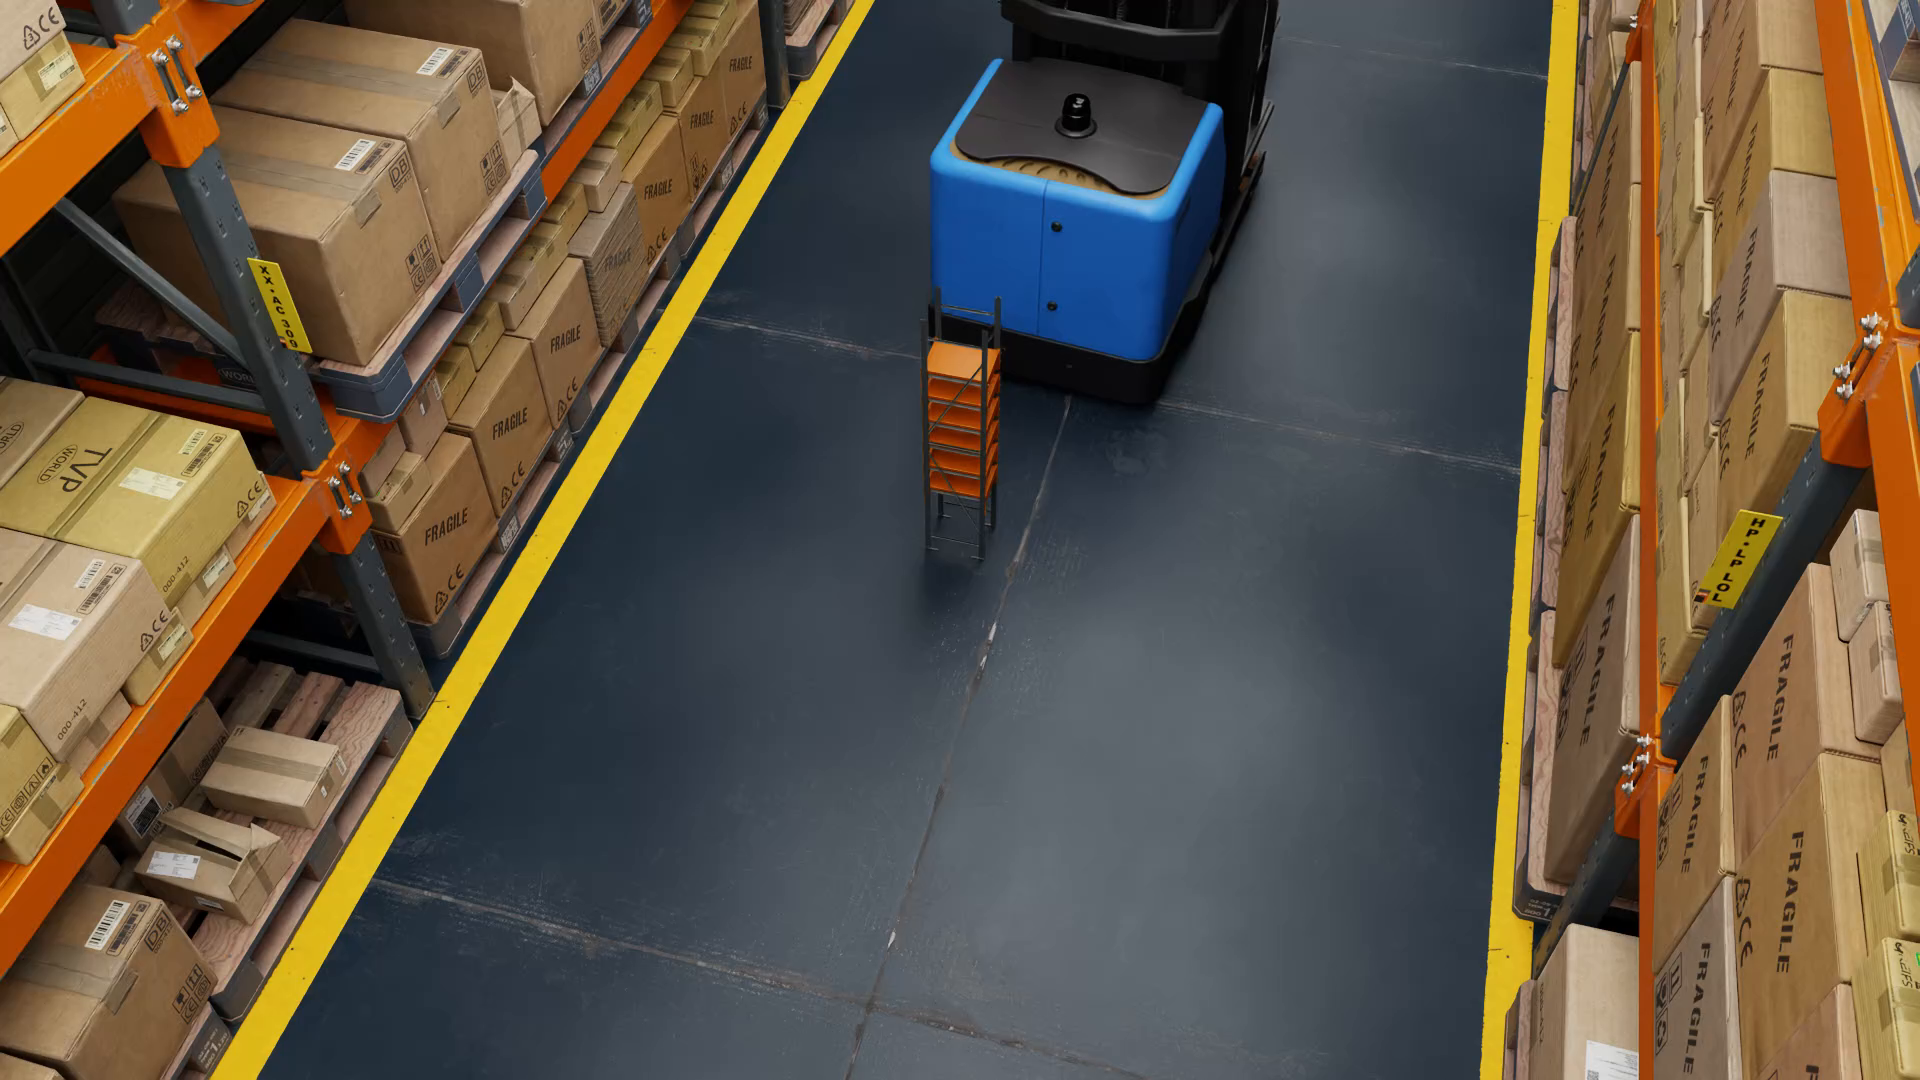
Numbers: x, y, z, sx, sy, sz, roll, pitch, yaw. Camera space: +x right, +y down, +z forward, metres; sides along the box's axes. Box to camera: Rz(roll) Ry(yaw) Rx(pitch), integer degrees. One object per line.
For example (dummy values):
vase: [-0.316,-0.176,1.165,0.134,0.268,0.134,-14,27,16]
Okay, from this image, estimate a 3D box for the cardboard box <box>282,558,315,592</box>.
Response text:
cardboard box: [-2.593,-0.196,6.228,0.500,0.500,0.500,11,50,10]

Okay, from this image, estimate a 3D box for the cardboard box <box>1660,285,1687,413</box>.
cardboard box: [2.514,-0.548,5.252,0.500,0.250,0.500,10,49,9]

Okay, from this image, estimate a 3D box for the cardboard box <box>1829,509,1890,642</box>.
cardboard box: [2.020,0.105,3.410,0.380,0.149,0.250,11,49,9]

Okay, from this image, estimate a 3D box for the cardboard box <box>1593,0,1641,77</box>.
cardboard box: [3.751,-2.599,8.434,0.950,0.372,0.625,11,49,9]

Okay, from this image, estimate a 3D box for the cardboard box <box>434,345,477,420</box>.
cardboard box: [-2.031,-0.608,6.159,0.380,0.149,0.250,9,49,8]

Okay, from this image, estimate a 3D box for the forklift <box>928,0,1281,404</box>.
forklift: [0.857,-2.676,7.076,1.130,2.935,3.031,16,50,13]

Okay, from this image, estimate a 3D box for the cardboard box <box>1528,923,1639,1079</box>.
cardboard box: [2.084,1.648,4.642,0.875,0.438,0.875,11,49,9]

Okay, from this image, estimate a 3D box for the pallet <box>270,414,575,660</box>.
pallet: [-2.259,-0.144,6.655,1.003,0.211,1.213,12,50,10]

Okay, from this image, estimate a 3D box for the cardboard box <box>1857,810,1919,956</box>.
cardboard box: [1.817,0.654,2.925,0.380,0.149,0.250,11,50,10]

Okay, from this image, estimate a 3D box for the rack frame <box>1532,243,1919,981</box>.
rack frame: [2.353,0.506,4.221,1.000,3.000,0.127,12,50,10]

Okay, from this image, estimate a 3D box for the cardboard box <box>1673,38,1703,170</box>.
cardboard box: [2.754,-1.453,5.718,0.500,0.250,0.500,11,50,10]

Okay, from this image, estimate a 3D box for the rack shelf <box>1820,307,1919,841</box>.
rack shelf: [1.827,1.198,2.090,1.077,0.370,4.000,12,50,10]

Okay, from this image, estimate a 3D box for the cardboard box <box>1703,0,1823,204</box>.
cardboard box: [2.632,-1.346,5.123,0.500,0.500,0.500,12,50,11]

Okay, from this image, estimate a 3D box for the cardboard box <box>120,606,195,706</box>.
cardboard box: [-2.369,0.278,4.590,0.380,0.149,0.250,13,50,11]

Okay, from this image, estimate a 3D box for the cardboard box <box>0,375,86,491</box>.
cardboard box: [-2.827,-0.214,4.759,0.500,0.250,0.500,11,50,10]

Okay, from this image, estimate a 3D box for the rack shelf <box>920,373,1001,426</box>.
rack shelf: [0.004,-0.537,6.082,0.258,0.103,0.180,12,50,10]

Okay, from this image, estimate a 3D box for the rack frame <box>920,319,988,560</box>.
rack frame: [-0.020,-0.341,6.170,0.240,1.200,0.006,12,50,10]

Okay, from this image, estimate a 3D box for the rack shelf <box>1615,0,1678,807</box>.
rack shelf: [2.880,-0.702,5.768,1.077,0.370,4.000,12,50,10]

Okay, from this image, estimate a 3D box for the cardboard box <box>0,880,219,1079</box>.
cardboard box: [-2.701,1.326,4.885,0.700,0.500,0.500,10,49,9]

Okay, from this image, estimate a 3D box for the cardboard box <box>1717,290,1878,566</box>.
cardboard box: [2.229,-0.230,4.138,0.500,0.500,0.500,13,50,11]

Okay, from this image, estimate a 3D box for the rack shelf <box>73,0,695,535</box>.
rack shelf: [-1.910,-1.679,6.630,1.077,0.370,4.000,12,50,10]

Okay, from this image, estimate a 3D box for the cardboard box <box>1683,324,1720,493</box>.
cardboard box: [2.359,-0.339,4.734,0.500,0.250,0.500,13,50,11]

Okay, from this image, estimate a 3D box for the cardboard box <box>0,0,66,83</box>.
cardboard box: [-2.322,-1.114,3.552,0.500,0.250,0.500,12,50,10]

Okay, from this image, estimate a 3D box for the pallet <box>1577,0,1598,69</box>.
pallet: [3.936,-2.909,9.095,1.003,0.211,1.213,12,50,10]

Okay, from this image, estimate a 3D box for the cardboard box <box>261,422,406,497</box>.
cardboard box: [-2.144,-0.314,5.702,0.380,0.149,0.250,11,49,9]

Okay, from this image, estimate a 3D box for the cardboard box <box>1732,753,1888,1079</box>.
cardboard box: [1.855,0.803,3.226,0.500,0.500,0.500,11,49,10]

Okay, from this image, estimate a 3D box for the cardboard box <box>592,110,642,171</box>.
cardboard box: [-1.602,-1.735,7.154,0.380,0.149,0.250,11,49,9]

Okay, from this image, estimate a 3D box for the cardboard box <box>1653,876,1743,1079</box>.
cardboard box: [1.841,1.124,3.609,0.500,0.500,0.500,12,50,10]

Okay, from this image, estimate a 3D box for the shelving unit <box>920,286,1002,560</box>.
shelving unit: [0.004,-0.407,6.228,0.258,1.200,0.189,12,50,10]

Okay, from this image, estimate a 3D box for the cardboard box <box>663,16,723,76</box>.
cardboard box: [-1.311,-2.280,7.635,0.380,0.149,0.250,9,49,8]

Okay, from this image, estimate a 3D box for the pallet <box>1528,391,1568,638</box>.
pallet: [2.803,-0.029,6.554,1.003,0.211,1.213,12,50,10]

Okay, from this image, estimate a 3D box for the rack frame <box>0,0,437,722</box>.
rack frame: [-2.436,-0.471,5.084,1.000,3.000,0.127,12,50,10]

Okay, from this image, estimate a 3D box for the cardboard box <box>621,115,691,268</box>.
cardboard box: [-1.565,-1.588,7.457,0.500,0.500,0.500,14,50,12]

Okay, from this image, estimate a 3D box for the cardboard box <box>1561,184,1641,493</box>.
cardboard box: [2.905,-0.695,6.419,0.875,0.875,0.875,12,50,10]

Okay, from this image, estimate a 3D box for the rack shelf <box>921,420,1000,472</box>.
rack shelf: [0.004,-0.378,6.262,0.258,0.103,0.180,12,50,10]

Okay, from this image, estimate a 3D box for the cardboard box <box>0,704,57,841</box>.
cardboard box: [-2.597,0.620,4.022,0.500,0.250,0.500,11,50,10]

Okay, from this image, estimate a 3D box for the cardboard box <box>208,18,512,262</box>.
cardboard box: [-1.957,-1.323,5.489,0.700,0.500,0.500,12,50,10]

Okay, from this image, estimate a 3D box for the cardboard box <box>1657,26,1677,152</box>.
cardboard box: [2.916,-1.658,6.232,0.500,0.250,0.500,10,49,9]

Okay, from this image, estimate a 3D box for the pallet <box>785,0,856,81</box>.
pallet: [-1.129,-3.029,9.201,1.003,0.211,1.213,12,50,10]

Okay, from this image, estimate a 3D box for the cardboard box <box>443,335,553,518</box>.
cardboard box: [-1.961,-0.475,6.475,0.500,0.500,0.500,11,49,10]

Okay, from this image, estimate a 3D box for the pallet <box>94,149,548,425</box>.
pallet: [-2.121,-0.964,5.647,1.003,0.211,1.213,12,50,10]

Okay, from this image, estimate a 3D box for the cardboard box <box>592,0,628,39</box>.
cardboard box: [-1.635,-2.320,6.367,0.797,0.503,0.637,11,49,9]

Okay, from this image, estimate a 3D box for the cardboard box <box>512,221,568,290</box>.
cardboard box: [-1.802,-1.161,6.647,0.380,0.149,0.250,13,50,11]

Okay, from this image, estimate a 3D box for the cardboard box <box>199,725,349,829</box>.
cardboard box: [-2.300,0.795,5.588,0.380,0.149,0.250,10,49,9]
